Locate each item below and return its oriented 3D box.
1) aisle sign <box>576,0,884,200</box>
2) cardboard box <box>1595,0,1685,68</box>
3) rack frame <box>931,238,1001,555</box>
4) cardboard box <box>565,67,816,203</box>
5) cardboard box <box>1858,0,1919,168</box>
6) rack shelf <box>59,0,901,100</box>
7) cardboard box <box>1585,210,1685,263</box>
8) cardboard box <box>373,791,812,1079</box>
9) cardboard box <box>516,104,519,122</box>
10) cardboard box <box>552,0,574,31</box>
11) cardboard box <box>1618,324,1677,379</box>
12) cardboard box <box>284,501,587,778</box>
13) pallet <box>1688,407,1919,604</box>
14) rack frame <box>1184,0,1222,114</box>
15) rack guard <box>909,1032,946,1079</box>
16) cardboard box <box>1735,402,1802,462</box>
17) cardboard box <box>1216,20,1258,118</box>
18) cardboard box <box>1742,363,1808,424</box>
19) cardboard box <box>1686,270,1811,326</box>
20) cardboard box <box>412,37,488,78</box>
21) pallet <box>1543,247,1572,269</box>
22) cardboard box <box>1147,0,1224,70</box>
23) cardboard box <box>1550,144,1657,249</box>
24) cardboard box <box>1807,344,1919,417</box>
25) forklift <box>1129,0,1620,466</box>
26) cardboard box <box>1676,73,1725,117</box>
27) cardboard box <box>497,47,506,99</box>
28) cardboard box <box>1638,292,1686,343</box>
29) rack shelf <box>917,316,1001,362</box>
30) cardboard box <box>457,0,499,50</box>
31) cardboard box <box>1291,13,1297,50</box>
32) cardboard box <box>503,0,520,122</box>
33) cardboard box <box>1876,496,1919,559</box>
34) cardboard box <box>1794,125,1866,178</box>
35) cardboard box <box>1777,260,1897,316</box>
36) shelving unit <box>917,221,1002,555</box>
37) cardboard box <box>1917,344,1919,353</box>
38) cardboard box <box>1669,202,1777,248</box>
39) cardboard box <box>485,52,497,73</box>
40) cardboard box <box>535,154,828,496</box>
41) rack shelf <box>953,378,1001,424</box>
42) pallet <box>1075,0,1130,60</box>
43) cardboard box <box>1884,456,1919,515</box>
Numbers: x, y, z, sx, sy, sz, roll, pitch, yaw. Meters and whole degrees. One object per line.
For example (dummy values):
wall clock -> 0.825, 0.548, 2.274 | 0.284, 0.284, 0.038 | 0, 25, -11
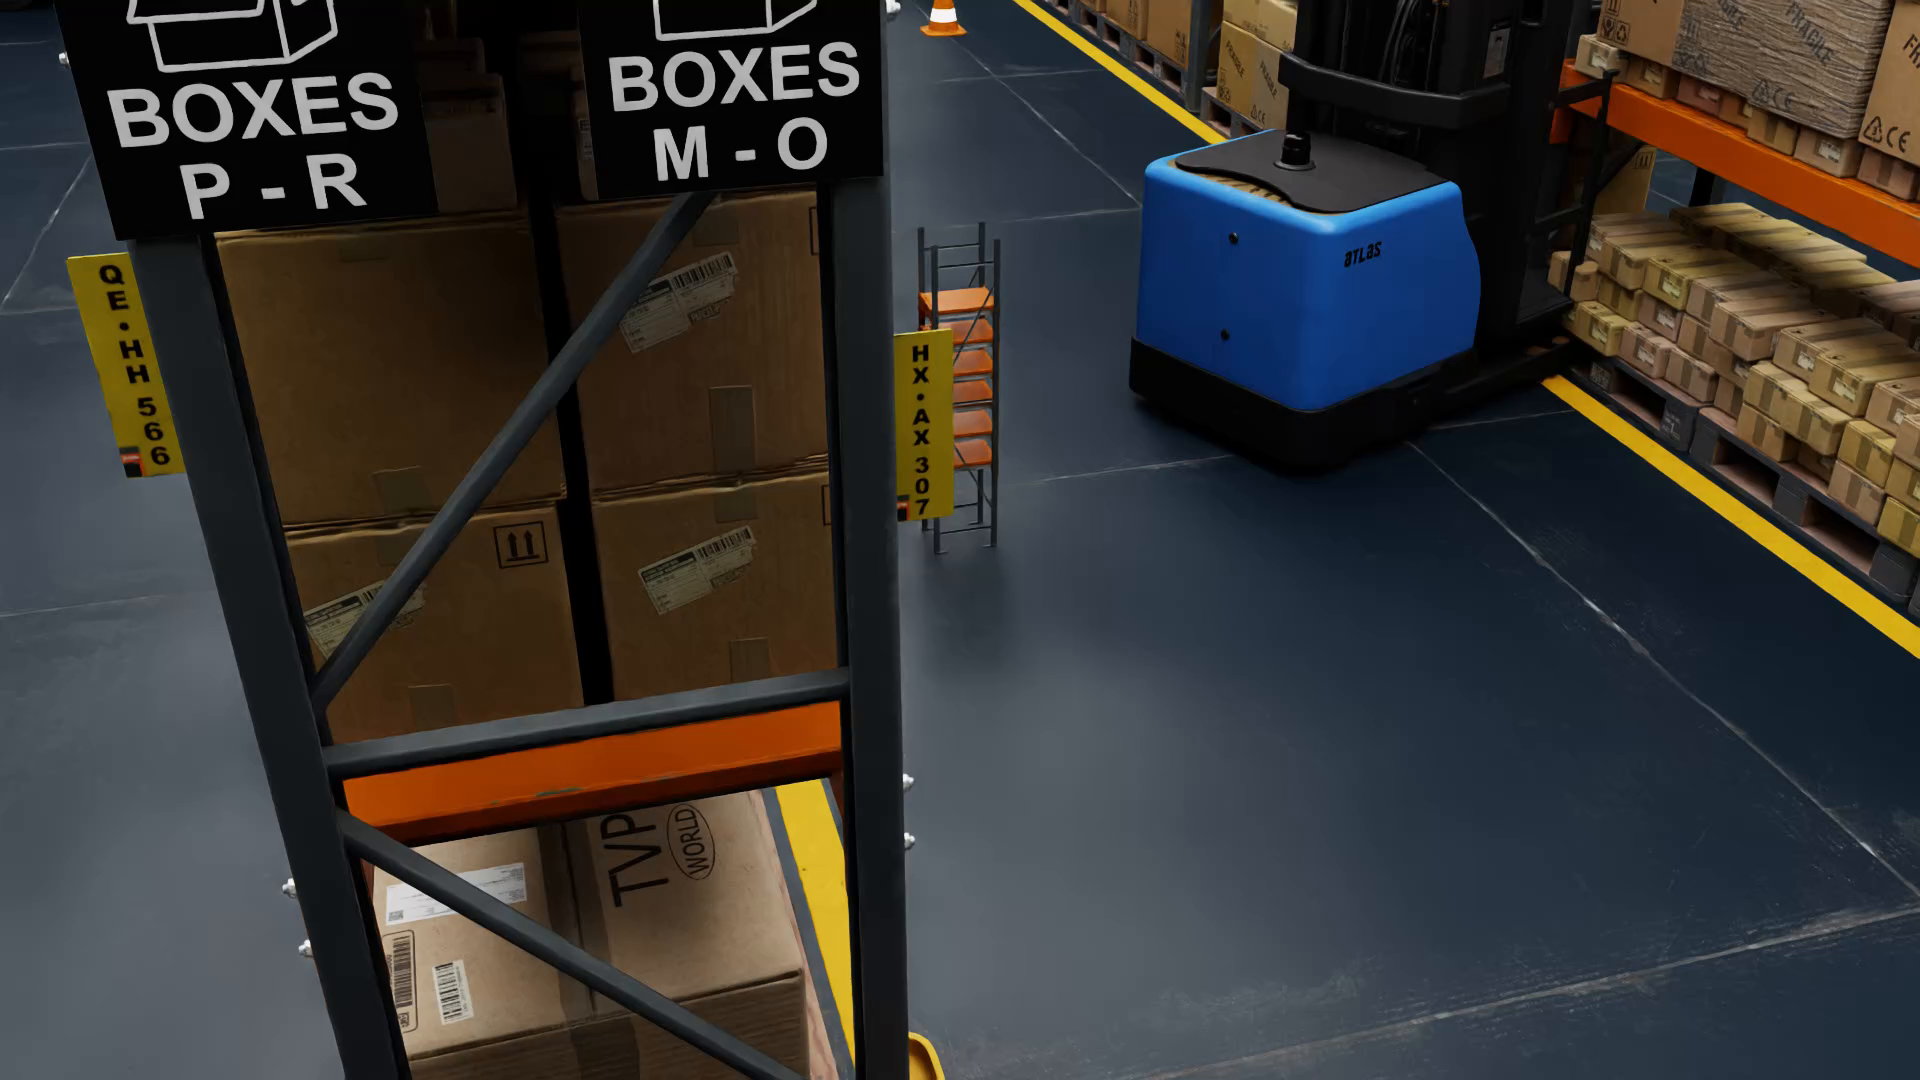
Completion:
aisle sign -> -0.297, -0.825, 2.086 | 0.394, 0.787, 0.004 | -8, 31, -13
cardboard box -> 2.977, -2.234, 6.719 | 0.500, 0.500, 0.500 | -8, 31, -14
rack frame -> 0.020, -0.482, 5.885 | 0.240, 1.200, 0.006 | -8, 31, -13
cardboard box -> -0.423, -0.661, 2.653 | 0.380, 0.149, 0.250 | -7, 31, -12
cardboard box -> 3.385, -1.493, 5.439 | 0.500, 0.500, 0.500 | -6, 31, -11
rack shelf -> -1.127, -1.649, 3.828 | 1.077, 0.370, 4.000 | -8, 31, -13
cardboard box -> 2.980, -1.347, 7.415 | 0.380, 0.149, 0.250 | -7, 31, -11
cardboard box -> -0.867, 0.925, 3.795 | 0.875, 0.438, 0.875 | -9, 31, -15
cardboard box -> -0.998, -0.993, 4.871 | 0.500, 0.500, 0.500 | -8, 31, -14
cardboard box -> -0.607, -1.044, 3.314 | 0.380, 0.149, 0.250 | -9, 31, -15
cardboard box -> 3.062, -0.823, 7.104 | 0.380, 0.149, 0.250 | -8, 31, -14
cardboard box -> -0.979, 0.063, 3.047 | 0.500, 0.500, 0.500 | -8, 31, -13
pallet -> 3.628, -0.218, 6.416 | 1.003, 0.211, 1.213 | -8, 31, -13
rack frame -> 2.027, -4.267, 10.628 | 1.000, 3.000, 0.127 | -8, 31, -13
rack guard -> -0.589, 1.397, 3.337 | 1.175, 0.500, 0.348 | -8, 31, -13
cardboard box -> 3.259, -0.443, 6.448 | 0.380, 0.149, 0.250 | -9, 31, -15
cardboard box -> 1.968, -2.991, 10.500 | 0.500, 0.500, 0.500 | -9, 31, -15
cardboard box -> 3.254, -0.574, 6.377 | 0.380, 0.149, 0.250 | -8, 31, -14
cardboard box -> 3.202, -0.967, 6.759 | 0.380, 0.149, 0.250 | -9, 31, -15
cardboard box -> -0.975, -0.719, 2.753 | 0.380, 0.149, 0.250 | -7, 31, -12
pallet -> 2.880, -1.504, 8.638 | 1.003, 0.211, 1.213 | -8, 31, -13
cardboard box -> 1.952, -3.781, 11.615 | 1.050, 0.750, 0.750 | -8, 31, -14
cardboard box -> 3.148, -1.827, 8.489 | 0.500, 0.500, 0.500 | -7, 31, -11
cardboard box -> 3.370, -0.588, 6.105 | 0.380, 0.149, 0.250 | -8, 31, -13
forklift -> 2.203, -2.156, 7.049 | 3.031, 2.935, 1.130 | -22, 37, -33
cardboard box -> 3.110, -1.809, 6.632 | 0.380, 0.149, 0.250 | -9, 31, -15
cardboard box -> -1.511, -1.348, 4.487 | 0.500, 0.500, 0.500 | -7, 31, -12
cardboard box -> 3.129, -0.971, 7.063 | 0.380, 0.149, 0.250 | -8, 31, -14
rack shelf -> -0.004, -0.696, 5.864 | 0.258, 0.103, 0.180 | -8, 31, -13
cardboard box -> -1.153, -1.095, 3.403 | 0.380, 0.149, 0.250 | -8, 31, -14
cardboard box -> 2.230, -2.841, 9.491 | 0.500, 0.250, 0.500 | -8, 31, -13
cardboard box -> -0.870, -1.179, 4.195 | 0.500, 0.500, 0.500 | -8, 31, -13
cardboard box -> 3.450, -0.060, 5.786 | 0.380, 0.149, 0.250 | -9, 31, -15
cardboard box -> 3.244, -1.416, 5.954 | 0.380, 0.149, 0.250 | -7, 31, -11
cardboard box -> 3.606, -1.030, 6.868 | 0.380, 0.149, 0.250 | -7, 31, -12
shelving unit -> -0.004, -0.526, 5.962 | 0.258, 1.200, 0.189 | -8, 31, -13
cardboard box -> 3.811, -0.648, 6.209 | 0.380, 0.149, 0.250 | -8, 31, -13
cardboard box -> 3.434, -1.403, 7.513 | 0.380, 0.149, 0.250 | -7, 31, -12
cardboard box -> -1.120, -0.622, 3.232 | 0.500, 0.500, 0.500 | -8, 31, -13
cardboard box -> -0.449, -0.442, 2.921 | 0.500, 0.500, 0.500 | -9, 31, -14
rack shelf -> -0.004, -0.488, 5.984 | 0.258, 0.103, 0.180 | -8, 31, -13
pallet -> 1.570, -4.039, 13.018 | 1.003, 0.211, 1.213 | -8, 31, -13
cardboard box -> 3.445, -0.196, 5.724 | 0.380, 0.149, 0.250 | -7, 31, -13
